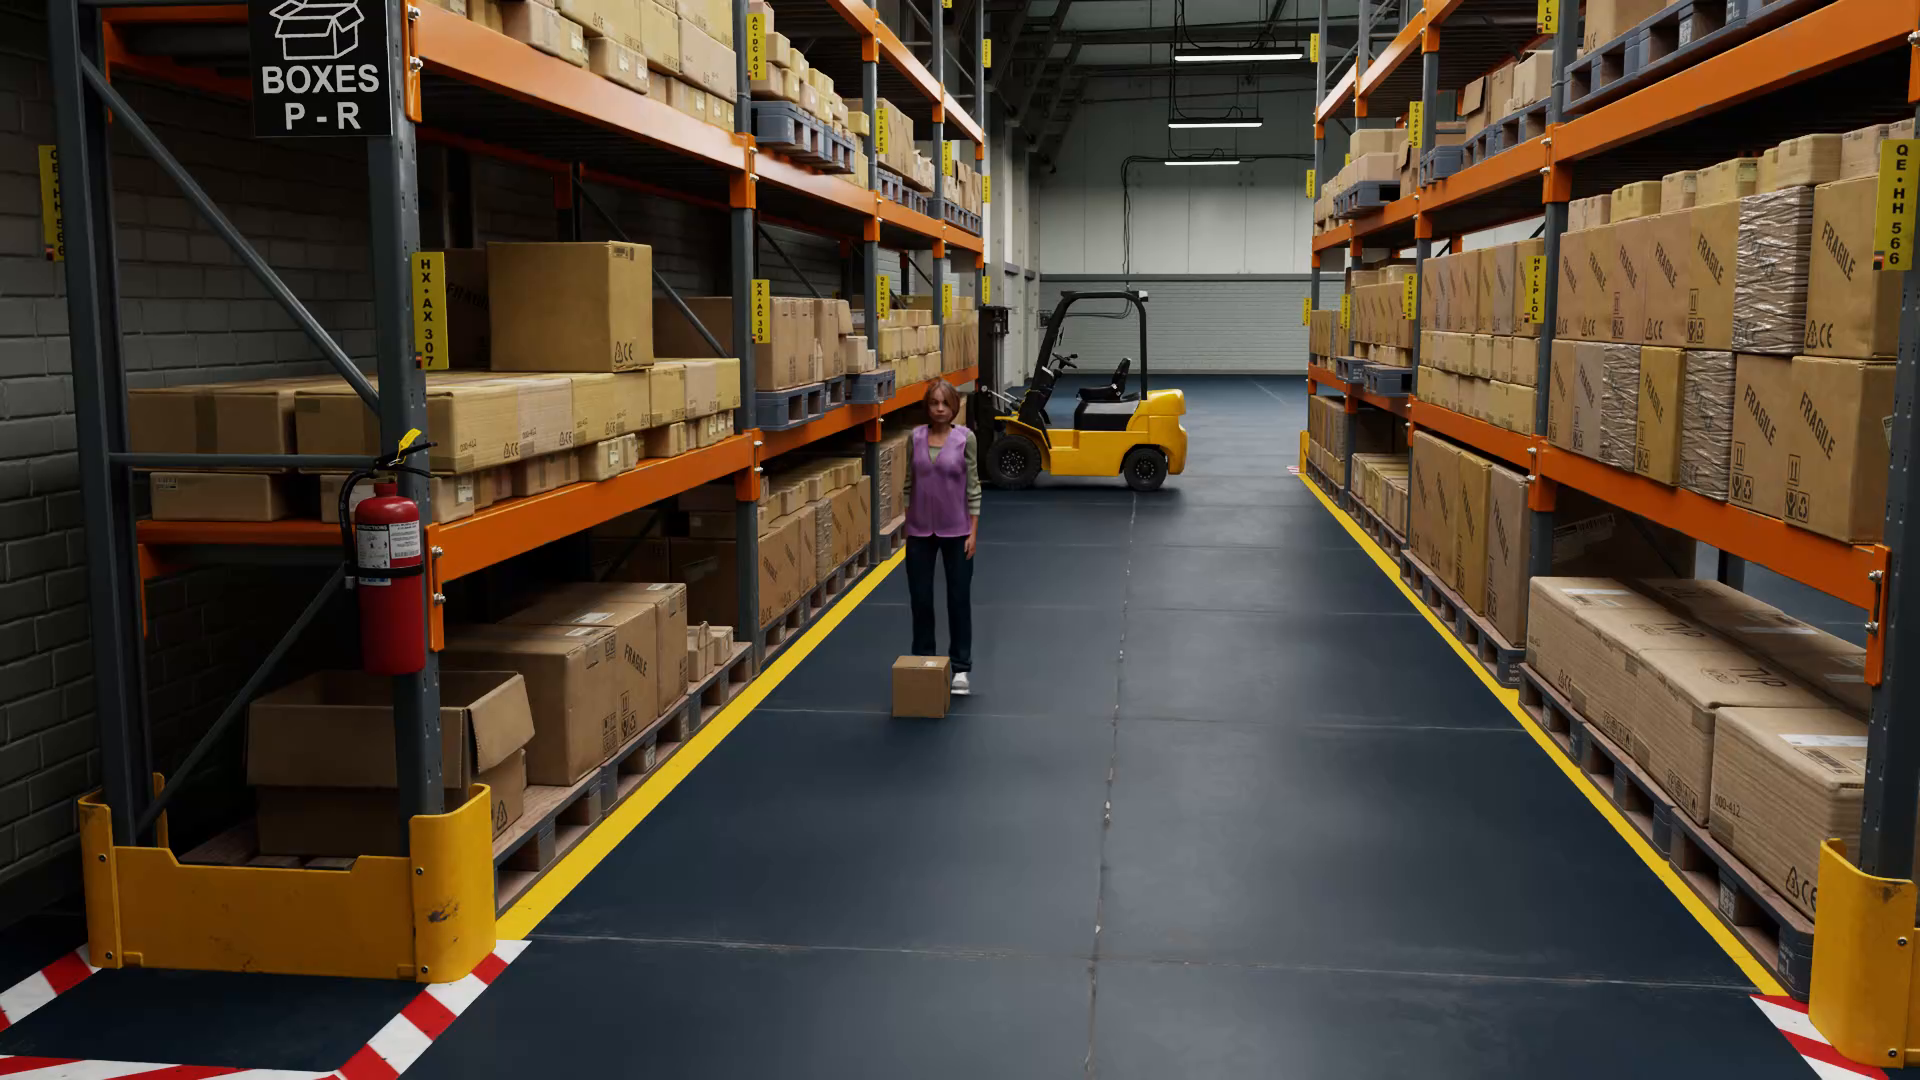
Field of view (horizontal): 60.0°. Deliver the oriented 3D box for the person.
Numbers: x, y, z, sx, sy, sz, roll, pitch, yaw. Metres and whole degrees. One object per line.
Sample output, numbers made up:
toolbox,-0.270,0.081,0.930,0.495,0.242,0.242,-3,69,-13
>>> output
person,-0.092,-0.017,8.462,0.405,1.600,0.310,1,8,10
